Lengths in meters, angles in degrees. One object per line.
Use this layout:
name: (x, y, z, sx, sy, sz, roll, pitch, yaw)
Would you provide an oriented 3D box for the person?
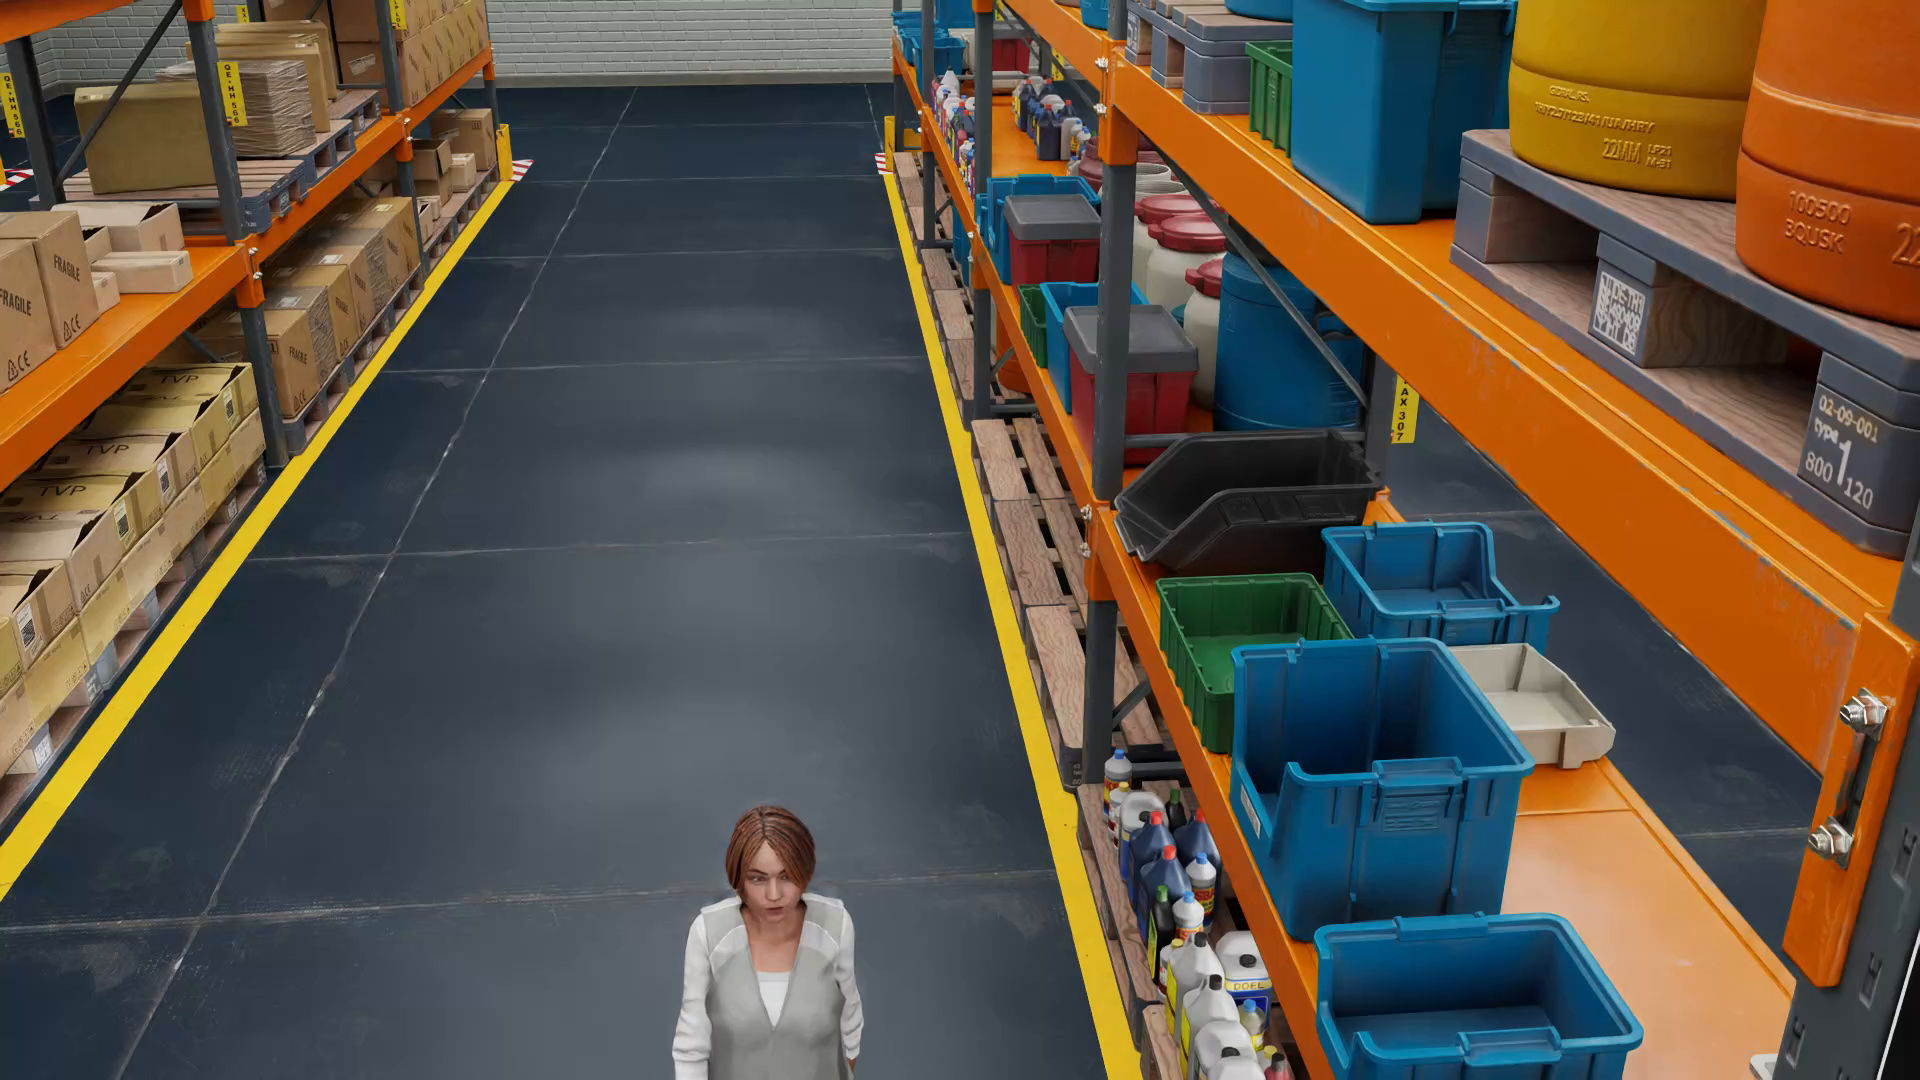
person: (-0.418, 1.281, 3.734, 0.412, 1.543, 0.929, -1, 24, -3)
